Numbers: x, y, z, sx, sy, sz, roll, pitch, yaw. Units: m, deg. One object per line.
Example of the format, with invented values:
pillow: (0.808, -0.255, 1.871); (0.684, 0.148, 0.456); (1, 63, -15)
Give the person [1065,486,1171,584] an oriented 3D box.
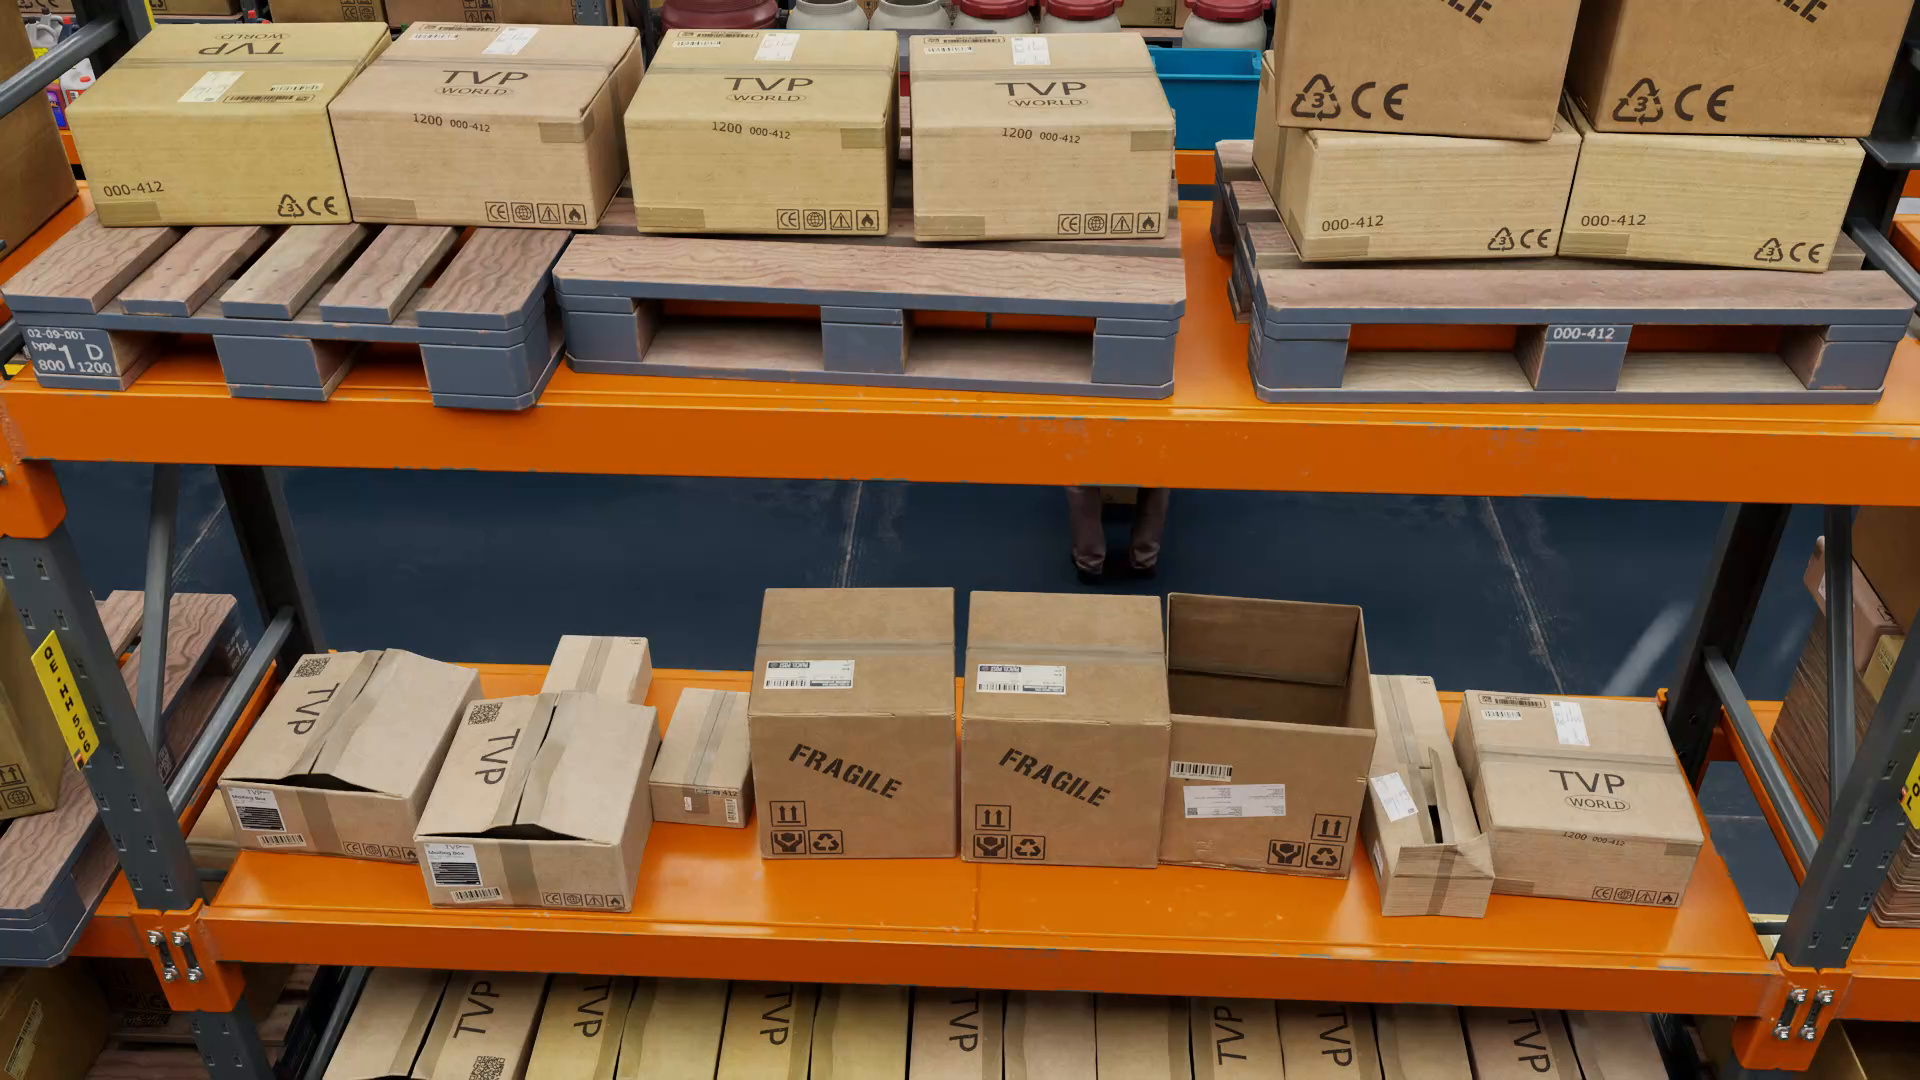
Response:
person: (0.700, -0.397, 7.322); (0.493, 1.027, 0.950); (0, 35, 0)
